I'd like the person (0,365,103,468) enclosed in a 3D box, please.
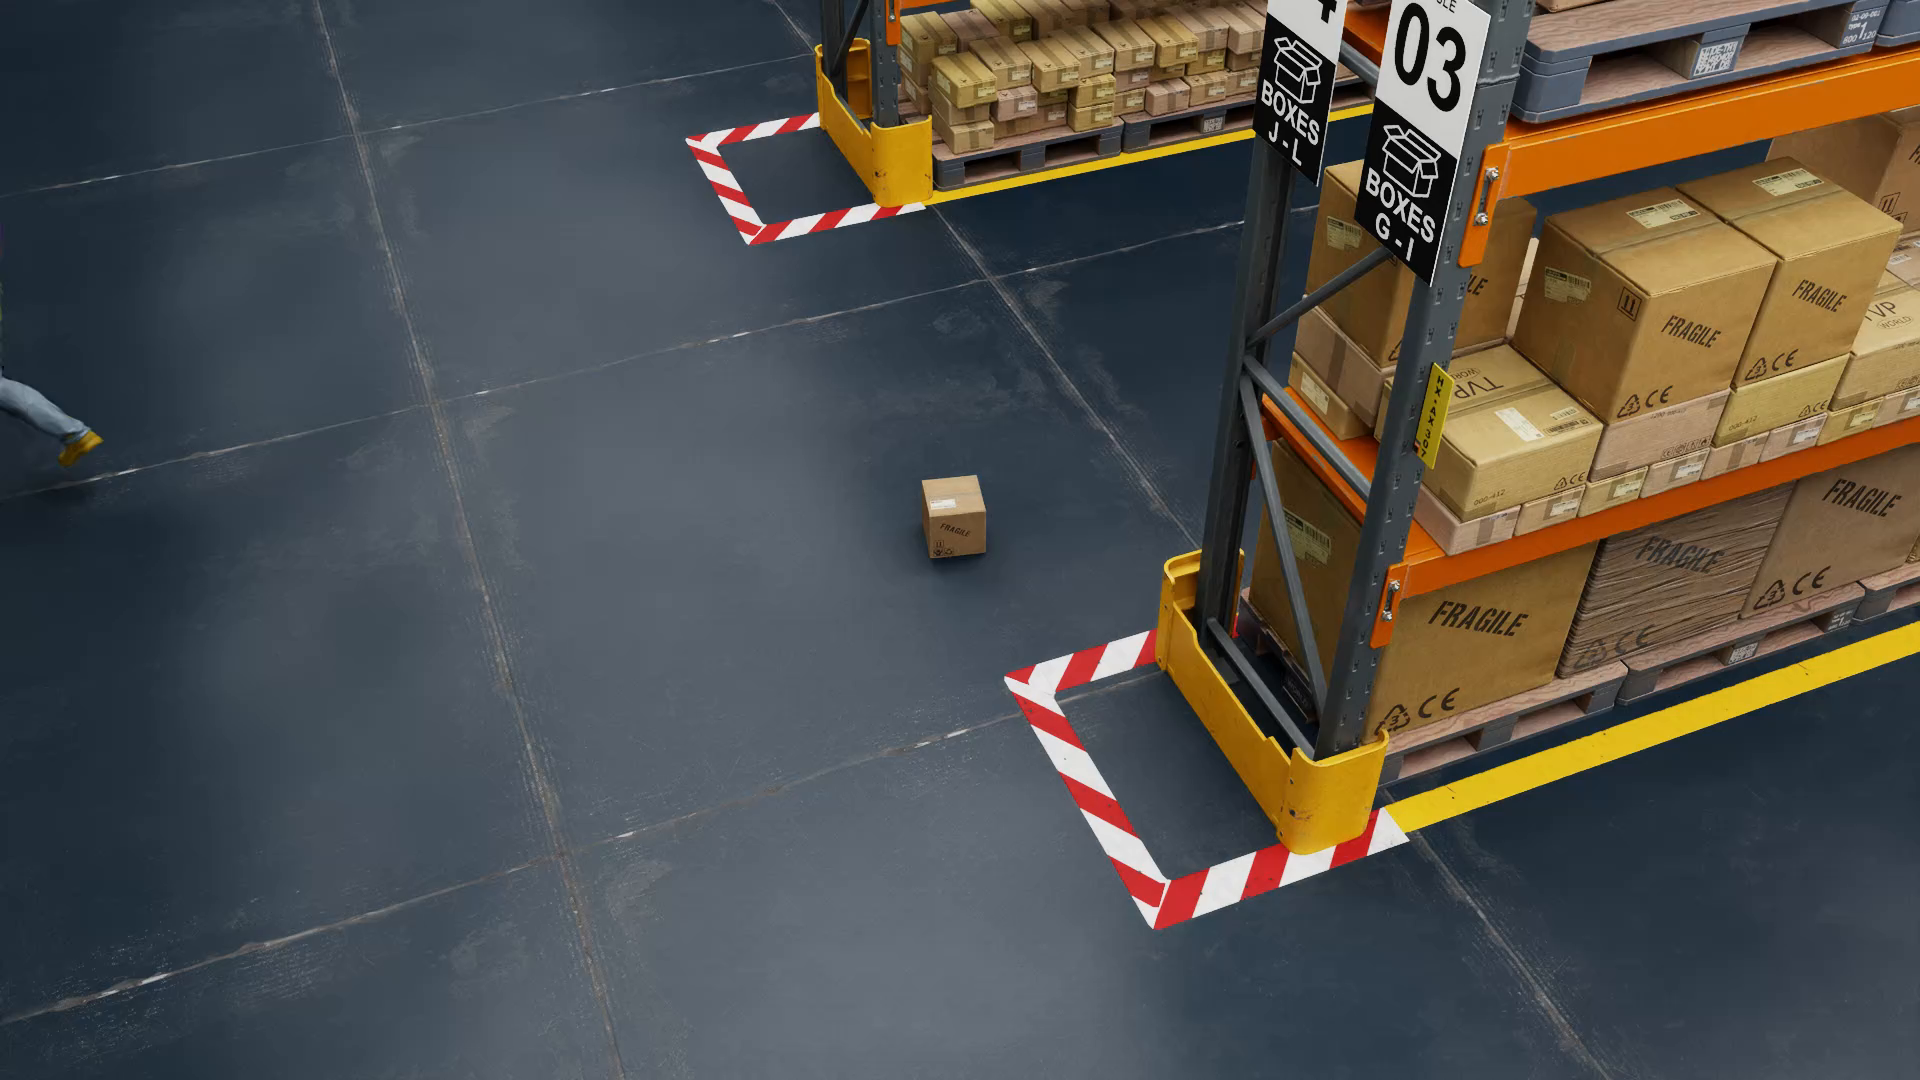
[{"bbox_3d":[-4.345,-0.871,7.113,0.806,1.741,0.585,5,42,6],"label":"person"}]
